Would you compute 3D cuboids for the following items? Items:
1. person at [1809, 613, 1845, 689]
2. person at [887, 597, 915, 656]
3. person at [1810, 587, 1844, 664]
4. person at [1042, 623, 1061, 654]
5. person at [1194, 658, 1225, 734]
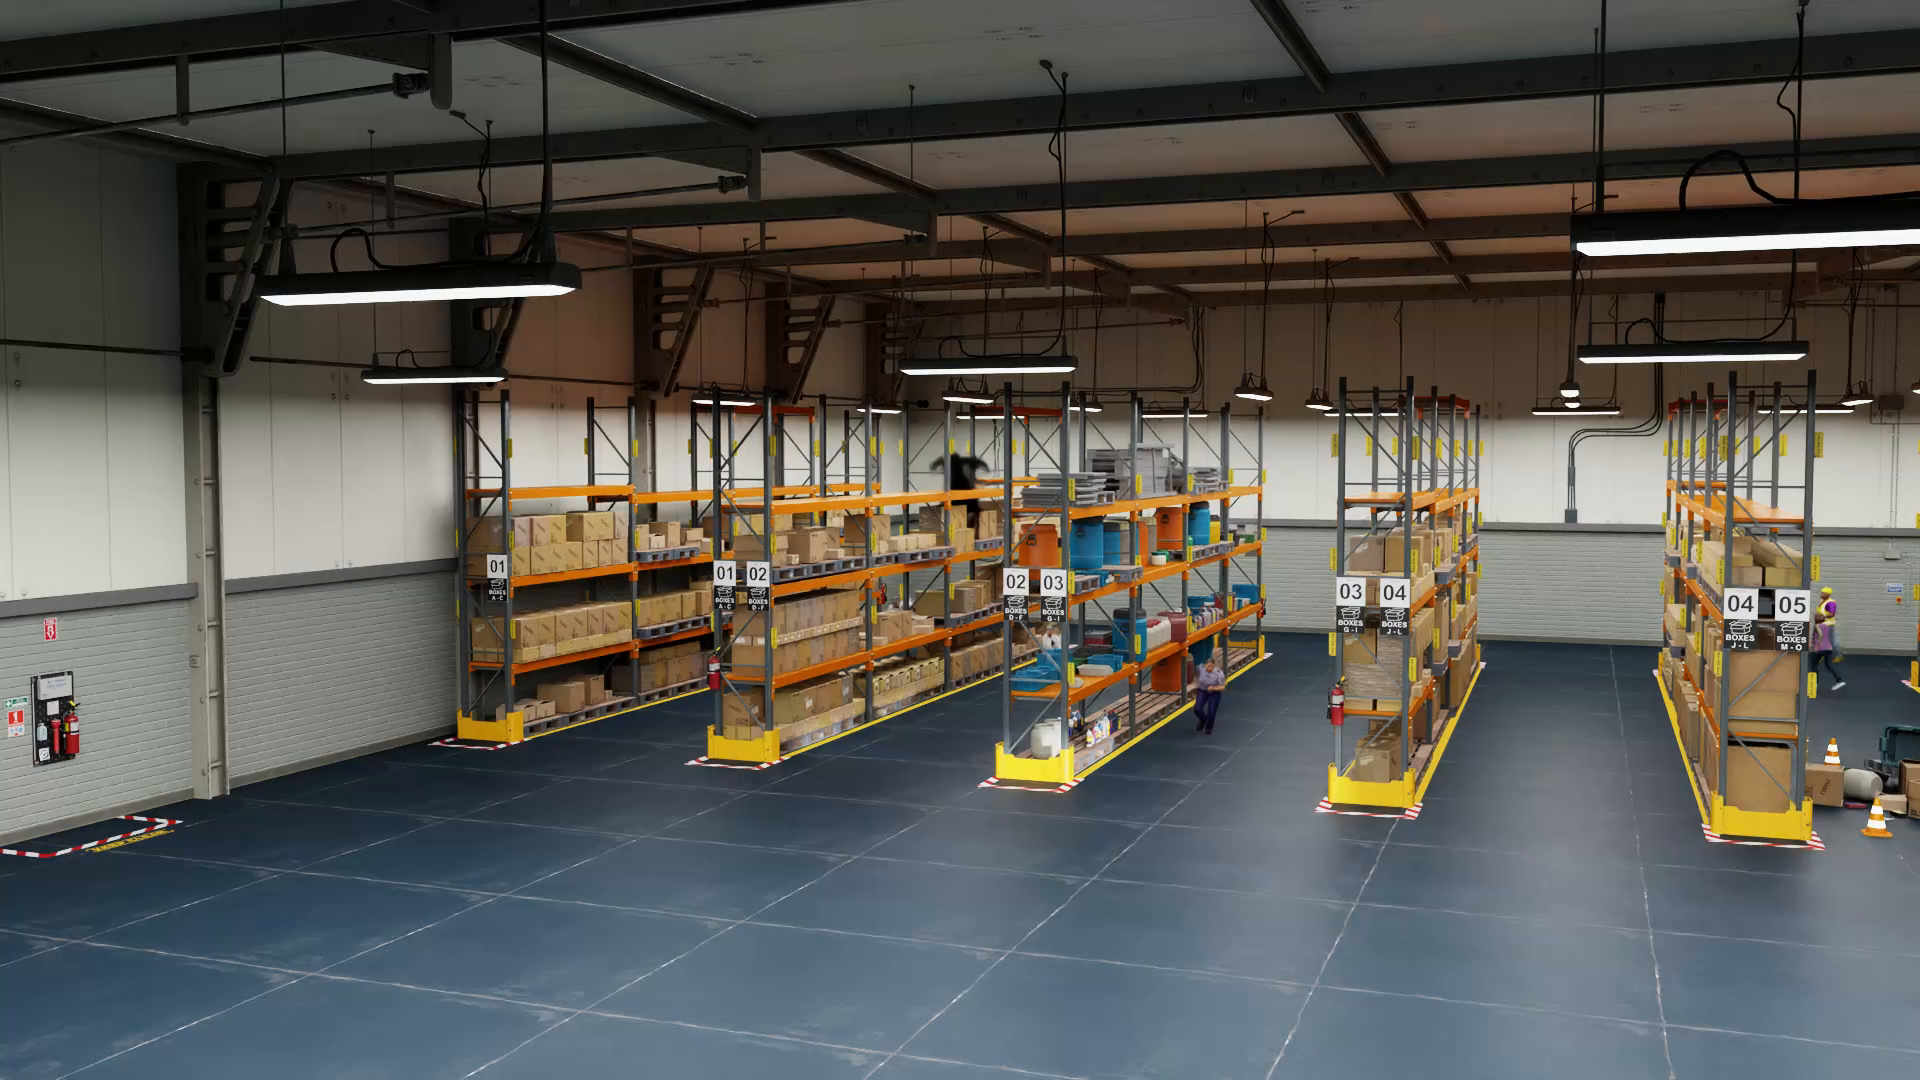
[{"bbox_3d":[17.852,2.295,34.348,0.499,1.548,0.897,-1,3,-19],"label":"person"},{"bbox_3d":[-1.414,2.067,39.976,0.685,1.474,1.023,0,3,6],"label":"person"},{"bbox_3d":[20.077,2.006,38.486,0.759,1.827,0.681,0,3,0],"label":"person"},{"bbox_3d":[1.836,2.389,32.960,0.610,1.553,0.937,2,3,26],"label":"person"},{"bbox_3d":[4.312,2.705,28.817,0.621,1.404,0.950,1,3,18],"label":"person"}]
